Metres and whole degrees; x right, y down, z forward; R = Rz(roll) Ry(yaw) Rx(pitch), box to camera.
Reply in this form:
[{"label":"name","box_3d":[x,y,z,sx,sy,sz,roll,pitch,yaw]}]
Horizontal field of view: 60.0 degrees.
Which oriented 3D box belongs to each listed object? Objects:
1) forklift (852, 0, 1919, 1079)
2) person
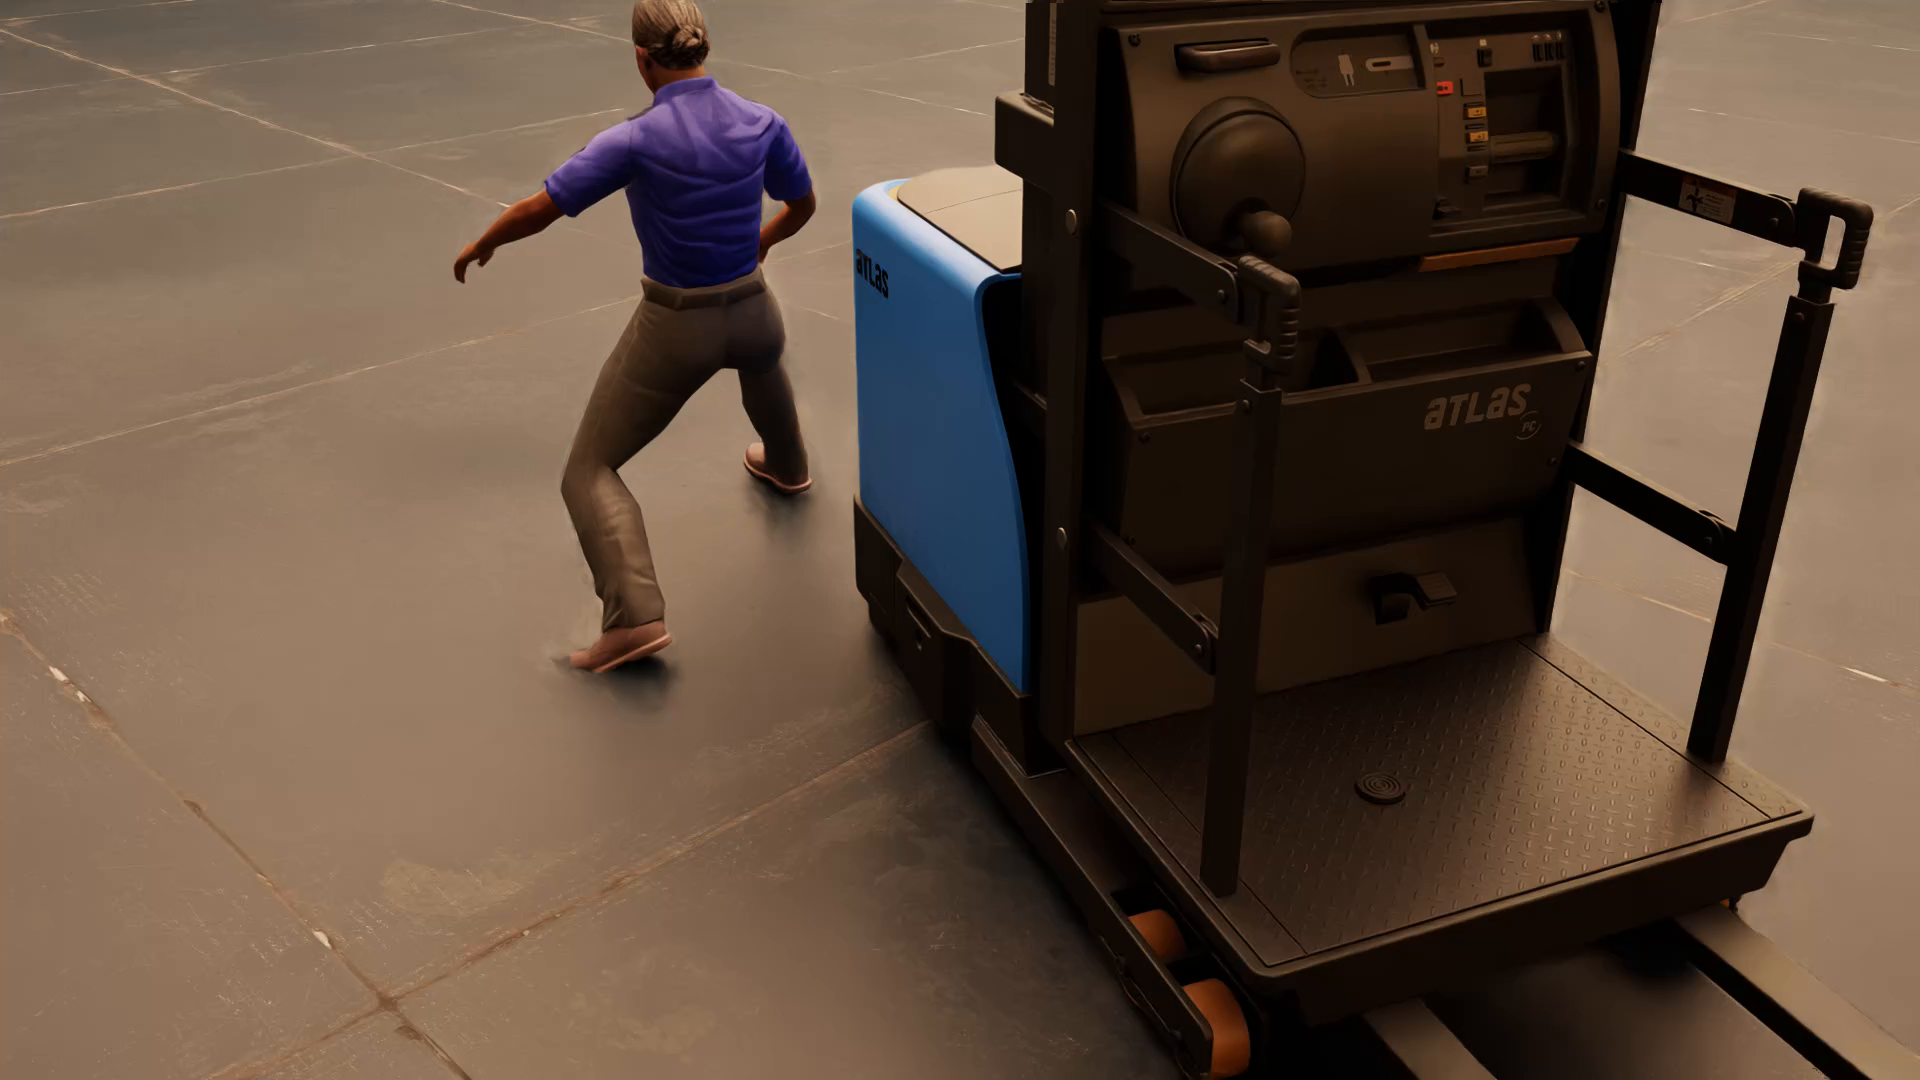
[{"label":"forklift","box_3d":[0.763,-0.638,2.514,1.130,2.935,3.031,-10,28,-20]},{"label":"person","box_3d":[-0.703,-0.576,4.109,0.979,1.519,0.947,-17,31,-30]}]
